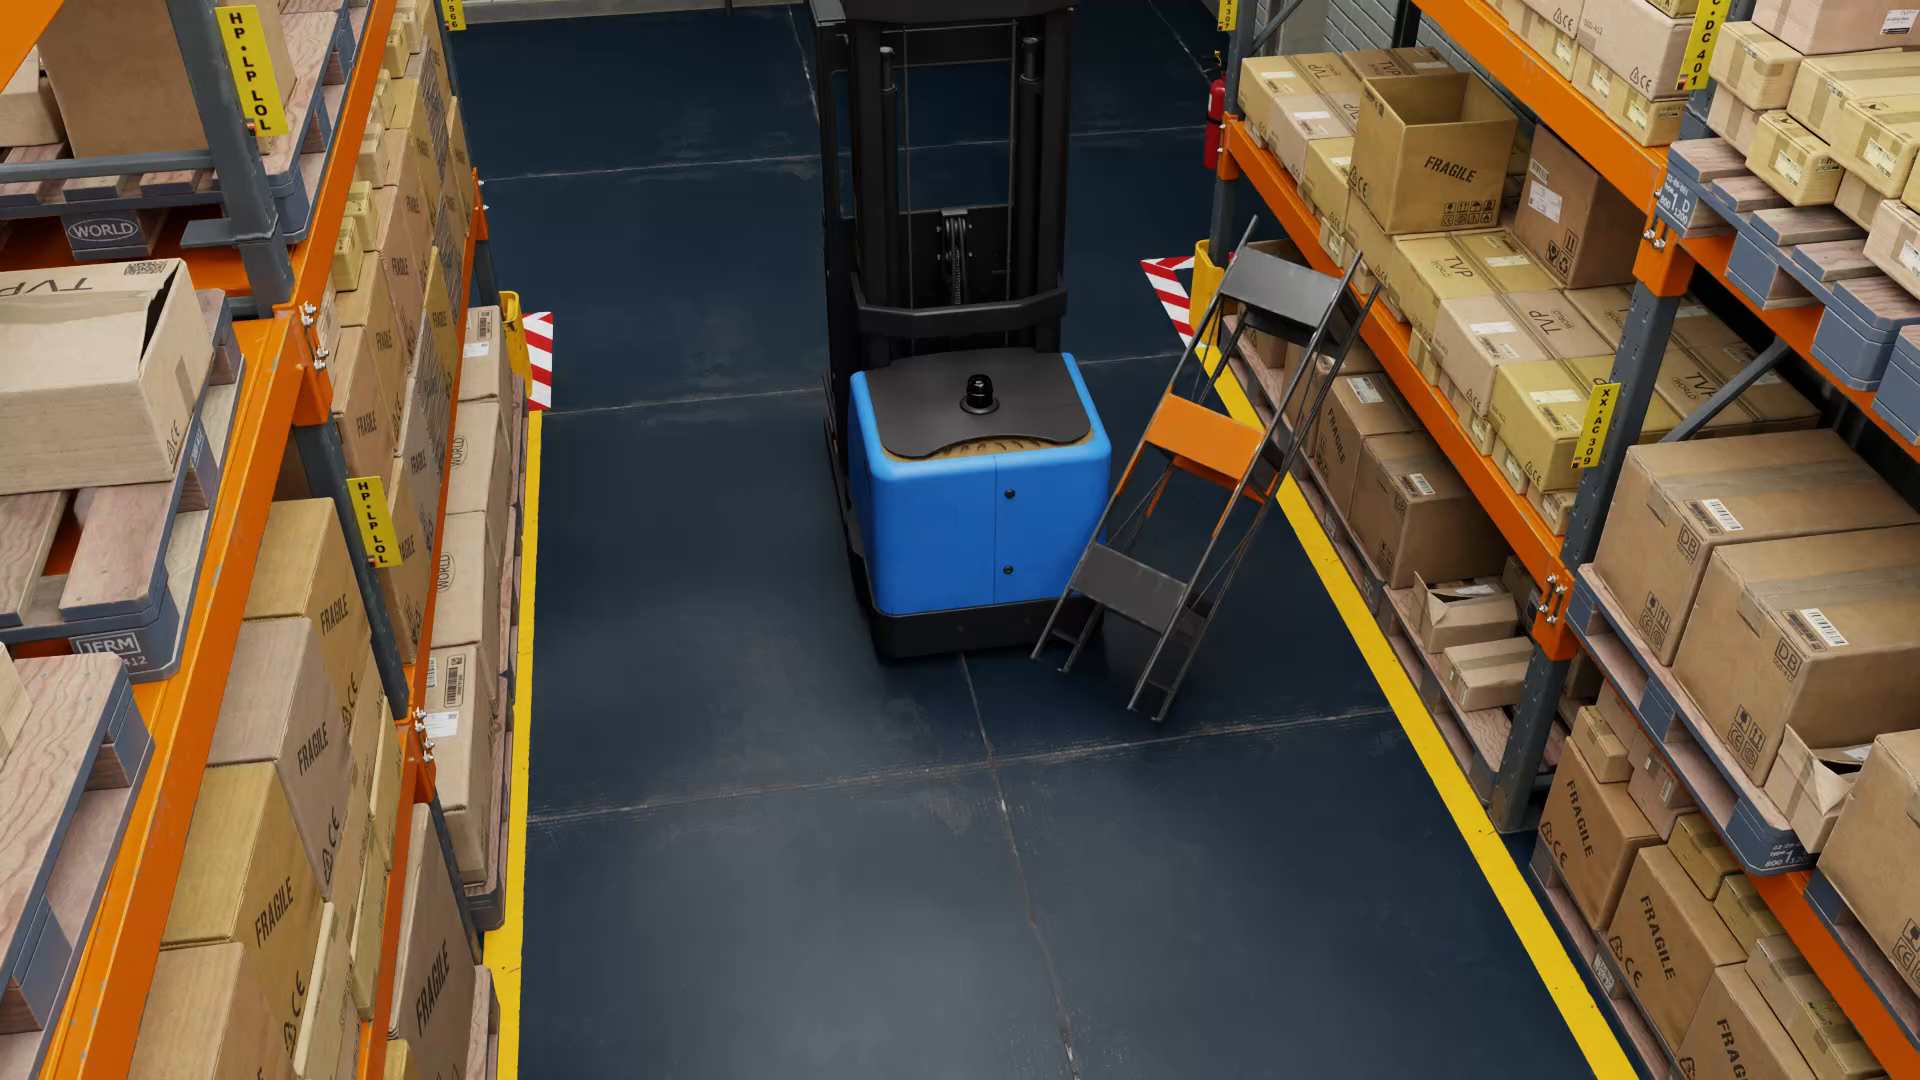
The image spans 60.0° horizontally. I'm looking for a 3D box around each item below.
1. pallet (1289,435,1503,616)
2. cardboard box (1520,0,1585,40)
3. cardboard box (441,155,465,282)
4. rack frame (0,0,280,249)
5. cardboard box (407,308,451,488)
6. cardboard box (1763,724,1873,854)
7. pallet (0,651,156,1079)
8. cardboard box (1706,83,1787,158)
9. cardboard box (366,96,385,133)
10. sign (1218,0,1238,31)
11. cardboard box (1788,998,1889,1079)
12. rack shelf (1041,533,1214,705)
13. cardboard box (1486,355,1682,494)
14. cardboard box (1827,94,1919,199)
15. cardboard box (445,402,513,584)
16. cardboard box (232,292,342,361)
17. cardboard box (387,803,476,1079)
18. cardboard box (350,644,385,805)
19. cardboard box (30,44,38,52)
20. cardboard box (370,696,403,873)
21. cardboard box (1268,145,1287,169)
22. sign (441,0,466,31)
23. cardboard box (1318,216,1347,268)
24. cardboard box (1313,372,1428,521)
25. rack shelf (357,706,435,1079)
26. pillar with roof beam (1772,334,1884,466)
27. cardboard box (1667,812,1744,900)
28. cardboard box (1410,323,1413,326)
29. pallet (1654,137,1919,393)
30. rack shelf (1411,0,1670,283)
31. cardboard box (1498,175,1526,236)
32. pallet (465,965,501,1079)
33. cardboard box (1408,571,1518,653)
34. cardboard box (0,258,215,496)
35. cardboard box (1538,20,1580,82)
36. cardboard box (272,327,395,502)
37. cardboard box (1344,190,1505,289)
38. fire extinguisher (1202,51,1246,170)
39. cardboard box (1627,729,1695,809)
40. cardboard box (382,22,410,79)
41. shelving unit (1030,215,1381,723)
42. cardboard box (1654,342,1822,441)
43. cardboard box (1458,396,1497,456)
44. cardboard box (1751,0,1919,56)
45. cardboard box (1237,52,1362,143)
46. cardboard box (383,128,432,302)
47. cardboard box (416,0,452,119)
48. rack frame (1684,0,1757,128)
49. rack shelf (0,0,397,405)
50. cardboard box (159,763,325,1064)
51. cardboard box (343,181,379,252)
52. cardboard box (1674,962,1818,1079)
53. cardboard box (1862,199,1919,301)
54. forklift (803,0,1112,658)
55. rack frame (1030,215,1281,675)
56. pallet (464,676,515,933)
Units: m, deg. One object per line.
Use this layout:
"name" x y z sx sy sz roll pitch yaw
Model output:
"pallet" 2.294 -0.147 8.168 1.003 0.211 1.213 -6 38 -8
"cardboard box" 2.198 -1.915 5.605 0.500 0.250 0.500 -7 38 -9
"cardboard box" -2.539 -1.447 7.486 0.500 0.500 0.500 -7 38 -9
"rack frame" -2.256 -1.928 3.297 1.000 3.000 0.127 -6 38 -8
"cardboard box" -2.245 -0.516 6.287 0.500 0.500 0.500 -6 38 -8
"cardboard box" 2.496 0.672 4.607 0.396 0.266 0.258 -4 38 -6
"pallet" -1.918 0.688 2.528 1.003 0.211 1.213 -5 38 -6
"cardboard box" 2.291 -1.163 4.538 0.380 0.149 0.250 -6 38 -7
"cardboard box" -2.391 -1.545 6.269 0.380 0.149 0.250 -5 38 -6
"sign" 1.395 -2.795 8.597 0.100 0.325 0.005 -6 38 -8
"cardboard box" 2.722 1.497 4.945 0.380 0.149 0.250 -5 38 -6
"rack shelf" 0.729 0.340 7.053 0.480 0.431 0.518 26 89 29
"cardboard box" 2.301 -0.435 6.145 0.500 0.250 0.500 -5 38 -7
"cardboard box" 2.371 -0.965 4.040 0.380 0.149 0.250 -7 38 -9
"cardboard box" -2.574 -0.190 7.695 0.875 0.438 0.875 -5 38 -7
"cardboard box" -2.116 -0.621 5.080 0.380 0.149 0.250 -6 38 -7
"cardboard box" -2.068 1.480 5.190 0.875 0.875 0.875 -5 38 -7
"cardboard box" -1.939 0.543 4.721 0.500 0.250 0.500 -6 38 -8
"cardboard box" -2.729 -1.361 4.793 0.380 0.149 0.250 -5 38 -7
"cardboard box" -1.929 0.744 4.870 0.500 0.250 0.500 -7 38 -9
"cardboard box" 1.807 -2.036 8.530 0.380 0.149 0.250 -5 38 -7
"sign" -2.420 -2.576 7.884 0.100 0.325 0.005 -6 38 -8
"cardboard box" 1.894 -1.401 7.713 0.380 0.149 0.250 -7 38 -9
"cardboard box" 2.049 -0.460 7.992 0.500 0.500 0.500 -6 38 -7
"rack shelf" -1.905 1.933 3.803 1.077 0.370 4.000 -6 38 -8
"pillar with roof beam" -0.842 -2.519 4.057 9.100 9.000 0.400 -6 38 -8
"cardboard box" 2.612 1.028 5.549 0.380 0.149 0.250 -8 39 -10
"cardboard box" 2.163 -0.951 7.134 0.380 0.149 0.250 -6 38 -7
"pallet" 2.676 -0.804 4.448 1.213 0.211 1.003 -6 38 -8
"rack shelf" 2.280 -2.204 6.683 1.077 0.370 4.000 -6 38 -8
"cardboard box" 2.534 -1.393 7.378 0.500 0.250 0.500 -6 38 -8
"pallet" -2.046 2.000 5.404 1.003 0.211 1.213 -6 38 -8
"cardboard box" 2.181 0.298 7.208 0.396 0.266 0.258 -5 38 -6
"cardboard box" -1.894 -0.365 3.460 0.500 0.311 0.500 -6 38 -8
"cardboard box" 2.198 -1.678 5.624 0.380 0.149 0.250 -5 38 -6
"cardboard box" -2.101 -0.307 5.204 0.500 0.500 0.500 -6 38 -8
"cardboard box" 2.035 -1.350 7.322 0.500 0.250 0.500 -7 38 -9
"fire extinguisher" 1.449 -2.373 9.126 0.296 0.674 0.183 -6 38 -8
"cardboard box" 2.524 0.749 5.664 0.380 0.149 0.250 -8 39 -10
"cardboard box" -2.497 -2.016 6.875 0.380 0.149 0.250 -5 38 -7
"shelving unit" 1.052 -0.297 7.069 0.503 0.431 2.100 26 89 29
"cardboard box" 2.810 -0.482 6.205 0.500 0.250 0.500 -7 38 -8
"cardboard box" 2.190 -0.471 6.516 0.380 0.149 0.250 -5 38 -7
"cardboard box" 2.340 -1.448 4.324 0.396 0.266 0.258 -7 38 -8
"cardboard box" 1.744 -2.267 8.502 0.500 0.250 0.500 -6 38 -8
"cardboard box" -2.348 -1.229 6.390 0.500 0.500 0.500 -6 38 -8
"cardboard box" -2.638 -2.144 7.568 0.500 0.500 0.500 -5 38 -6
"rack frame" 2.631 -2.465 3.987 1.000 3.000 0.127 -6 38 -8
"rack shelf" -2.606 -1.668 5.993 1.077 0.370 4.000 -6 38 -8
"cardboard box" -1.762 0.869 3.690 0.500 0.500 0.500 -5 38 -7
"cardboard box" -2.204 -1.092 5.685 0.380 0.149 0.250 -7 38 -9
"cardboard box" 2.680 1.665 5.257 0.500 0.500 0.500 -7 38 -9
"cardboard box" 2.404 -0.698 3.940 0.380 0.149 0.250 -6 38 -7
"forklift" -0.108 -1.538 7.741 1.130 2.935 3.031 -6 38 -8
"rack frame" 0.860 -0.391 7.186 0.015 0.400 2.100 26 89 29
"pallet" -2.312 1.074 6.595 1.003 0.211 1.213 -6 38 -8
